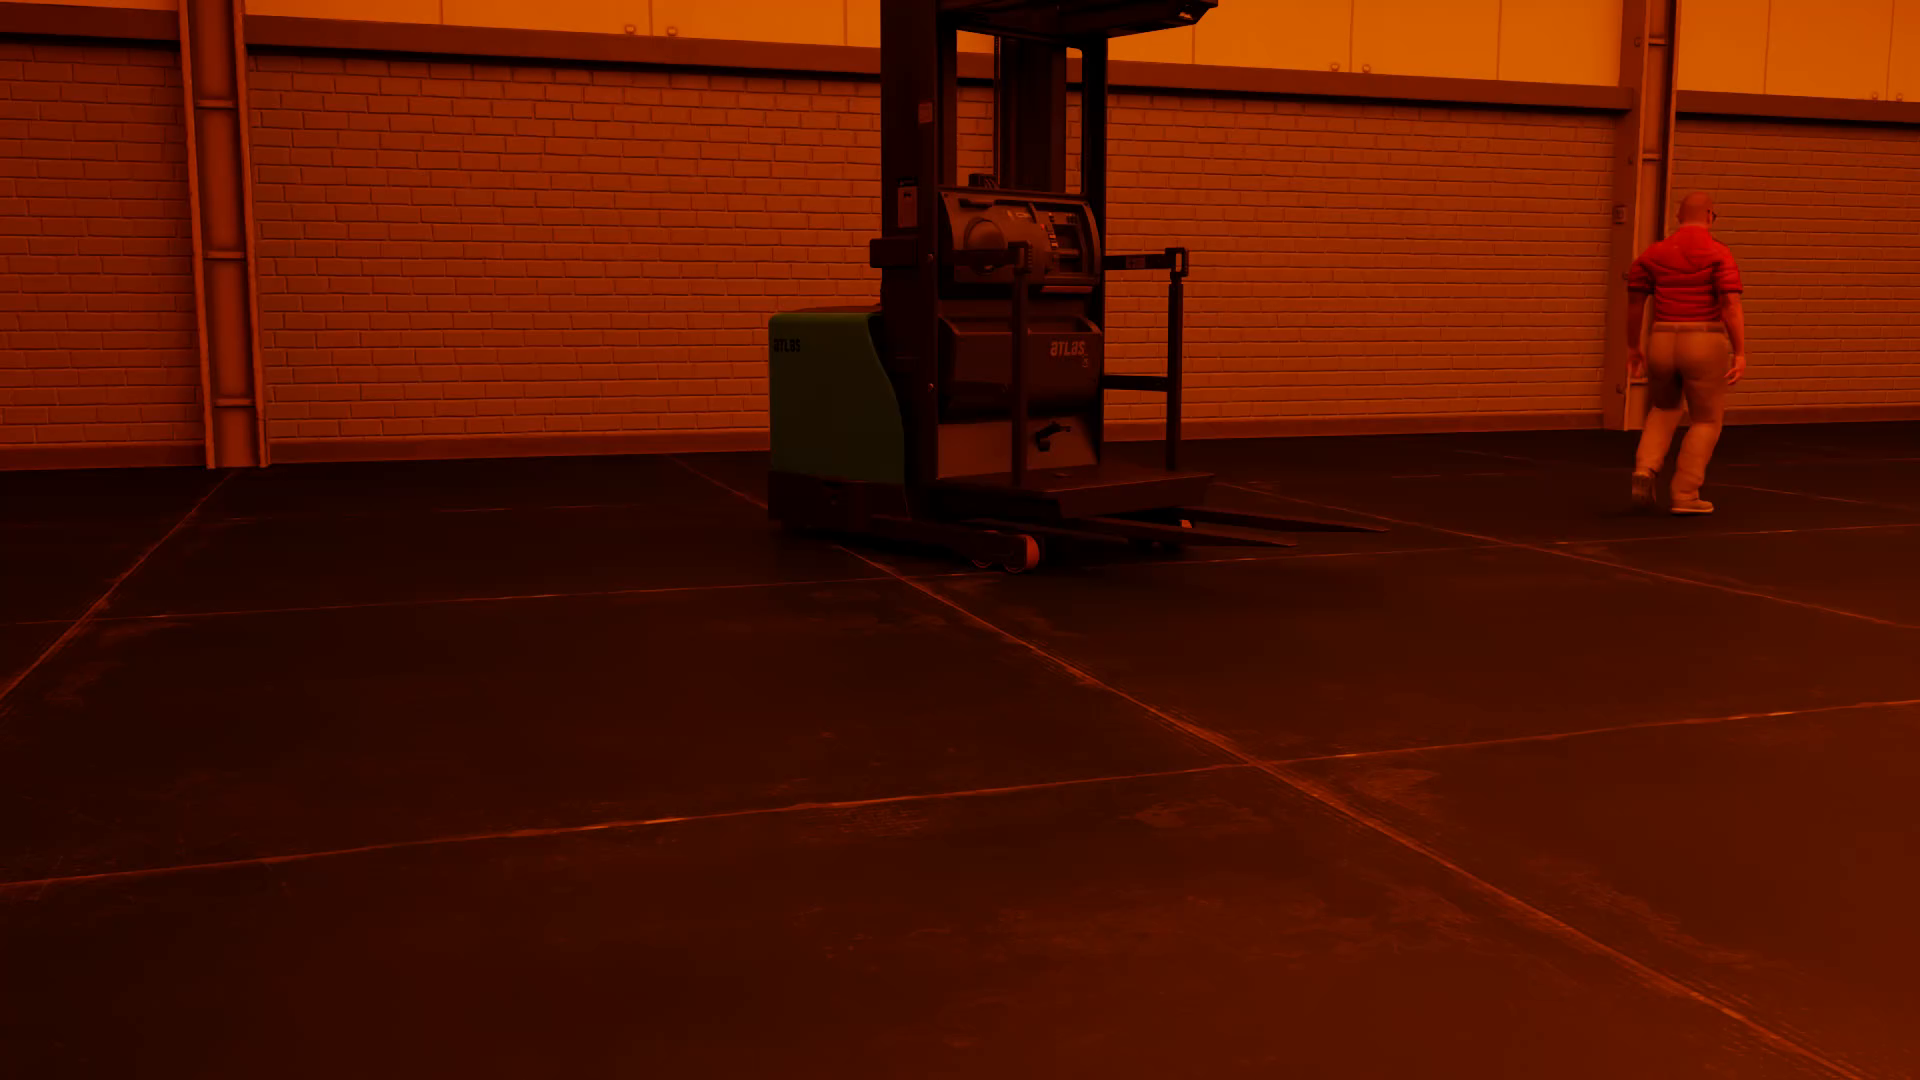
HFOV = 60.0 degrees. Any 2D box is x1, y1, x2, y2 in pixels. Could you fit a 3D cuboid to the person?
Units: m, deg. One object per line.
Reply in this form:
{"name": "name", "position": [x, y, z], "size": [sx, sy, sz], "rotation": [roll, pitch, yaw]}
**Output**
{"name": "person", "position": [3.937, -0.993, 8.967], "size": [0.467, 1.724, 0.666], "rotation": [-7, 10, -41]}

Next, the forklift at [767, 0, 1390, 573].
{"name": "forklift", "position": [0.425, -1.391, 7.273], "size": [1.130, 2.935, 3.031], "rotation": [-7, 11, -42]}
